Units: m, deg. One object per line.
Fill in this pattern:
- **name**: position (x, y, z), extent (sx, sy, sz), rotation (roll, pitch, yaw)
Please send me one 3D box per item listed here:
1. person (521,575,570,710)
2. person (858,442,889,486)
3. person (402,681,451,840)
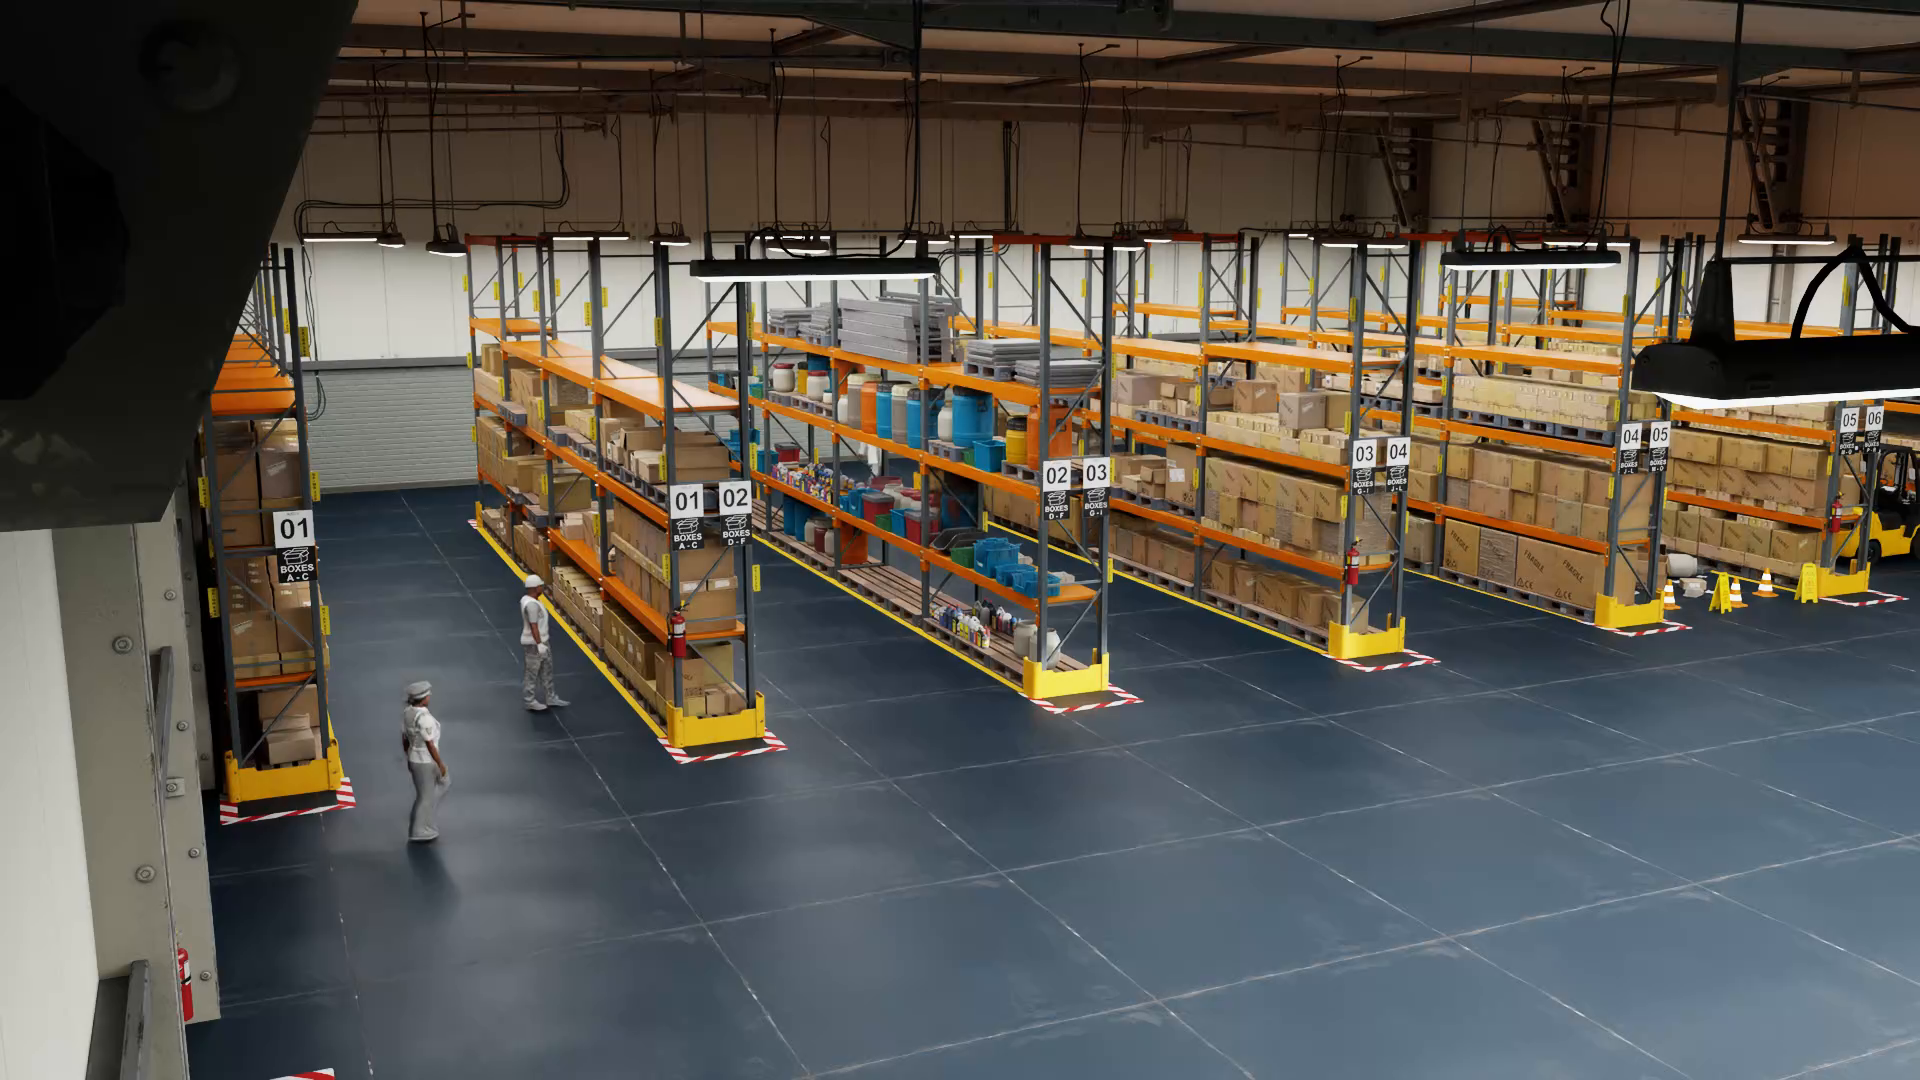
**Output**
- **person**: position (-5.443, 1.345, 21.592), extent (0.571, 1.800, 0.563), rotation (1, 11, 3)
- **person**: position (-1.948, -1.959, 38.582), extent (0.653, 1.742, 1.060), rotation (-7, 13, -32)
- **person**: position (-5.448, 2.269, 17.010), extent (0.463, 1.687, 0.462), rotation (-4, 12, -20)
